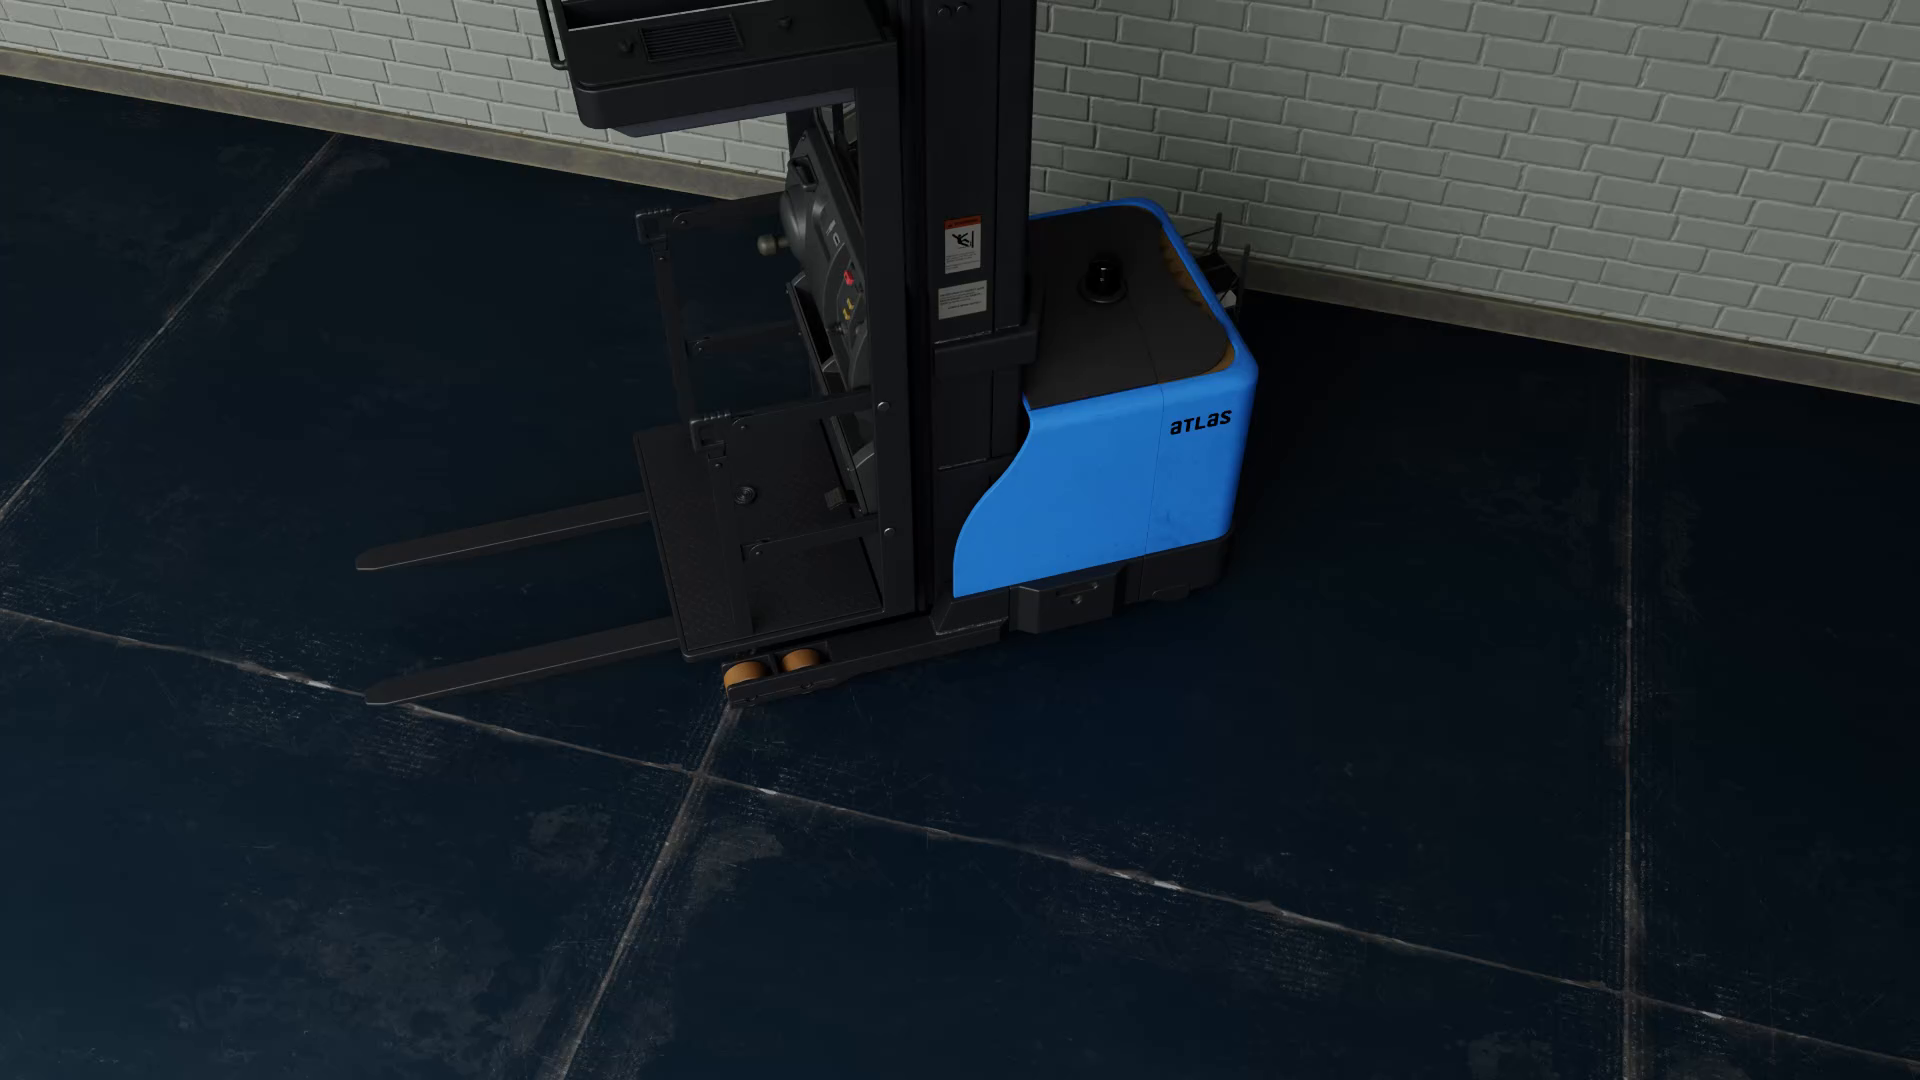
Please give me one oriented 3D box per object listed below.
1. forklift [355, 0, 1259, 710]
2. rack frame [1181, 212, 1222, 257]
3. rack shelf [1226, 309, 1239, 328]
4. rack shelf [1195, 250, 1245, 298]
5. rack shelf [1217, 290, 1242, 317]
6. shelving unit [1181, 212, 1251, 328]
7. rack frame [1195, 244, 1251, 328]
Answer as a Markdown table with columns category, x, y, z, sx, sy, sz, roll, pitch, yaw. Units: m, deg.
| category | x | y | z | sx | sy | sz | roll | pitch | yaw |
| --- | --- | --- | --- | --- | --- | --- | --- | --- | --- |
| forklift | -0.598 | -0.839 | 5.036 | 3.031 | 2.935 | 1.130 | -12 | 50 | -11 |
| rack frame | 0.854 | -0.869 | 6.417 | 0.240 | 0.900 | 0.006 | -19 | 51 | -16 |
| rack shelf | 0.895 | -0.837 | 6.313 | 0.258 | 0.077 | 0.200 | -19 | 51 | -16 |
| rack shelf | 0.895 | -0.956 | 6.178 | 0.258 | 0.077 | 0.200 | -19 | 51 | -16 |
| rack shelf | 0.895 | -0.897 | 6.246 | 0.258 | 0.077 | 0.200 | -19 | 51 | -16 |
| shelving unit | 0.895 | -0.800 | 6.356 | 0.258 | 0.900 | 0.210 | -19 | 51 | -16 |
| rack frame | 0.937 | -0.730 | 6.294 | 0.240 | 0.900 | 0.006 | -19 | 51 | -16 |
